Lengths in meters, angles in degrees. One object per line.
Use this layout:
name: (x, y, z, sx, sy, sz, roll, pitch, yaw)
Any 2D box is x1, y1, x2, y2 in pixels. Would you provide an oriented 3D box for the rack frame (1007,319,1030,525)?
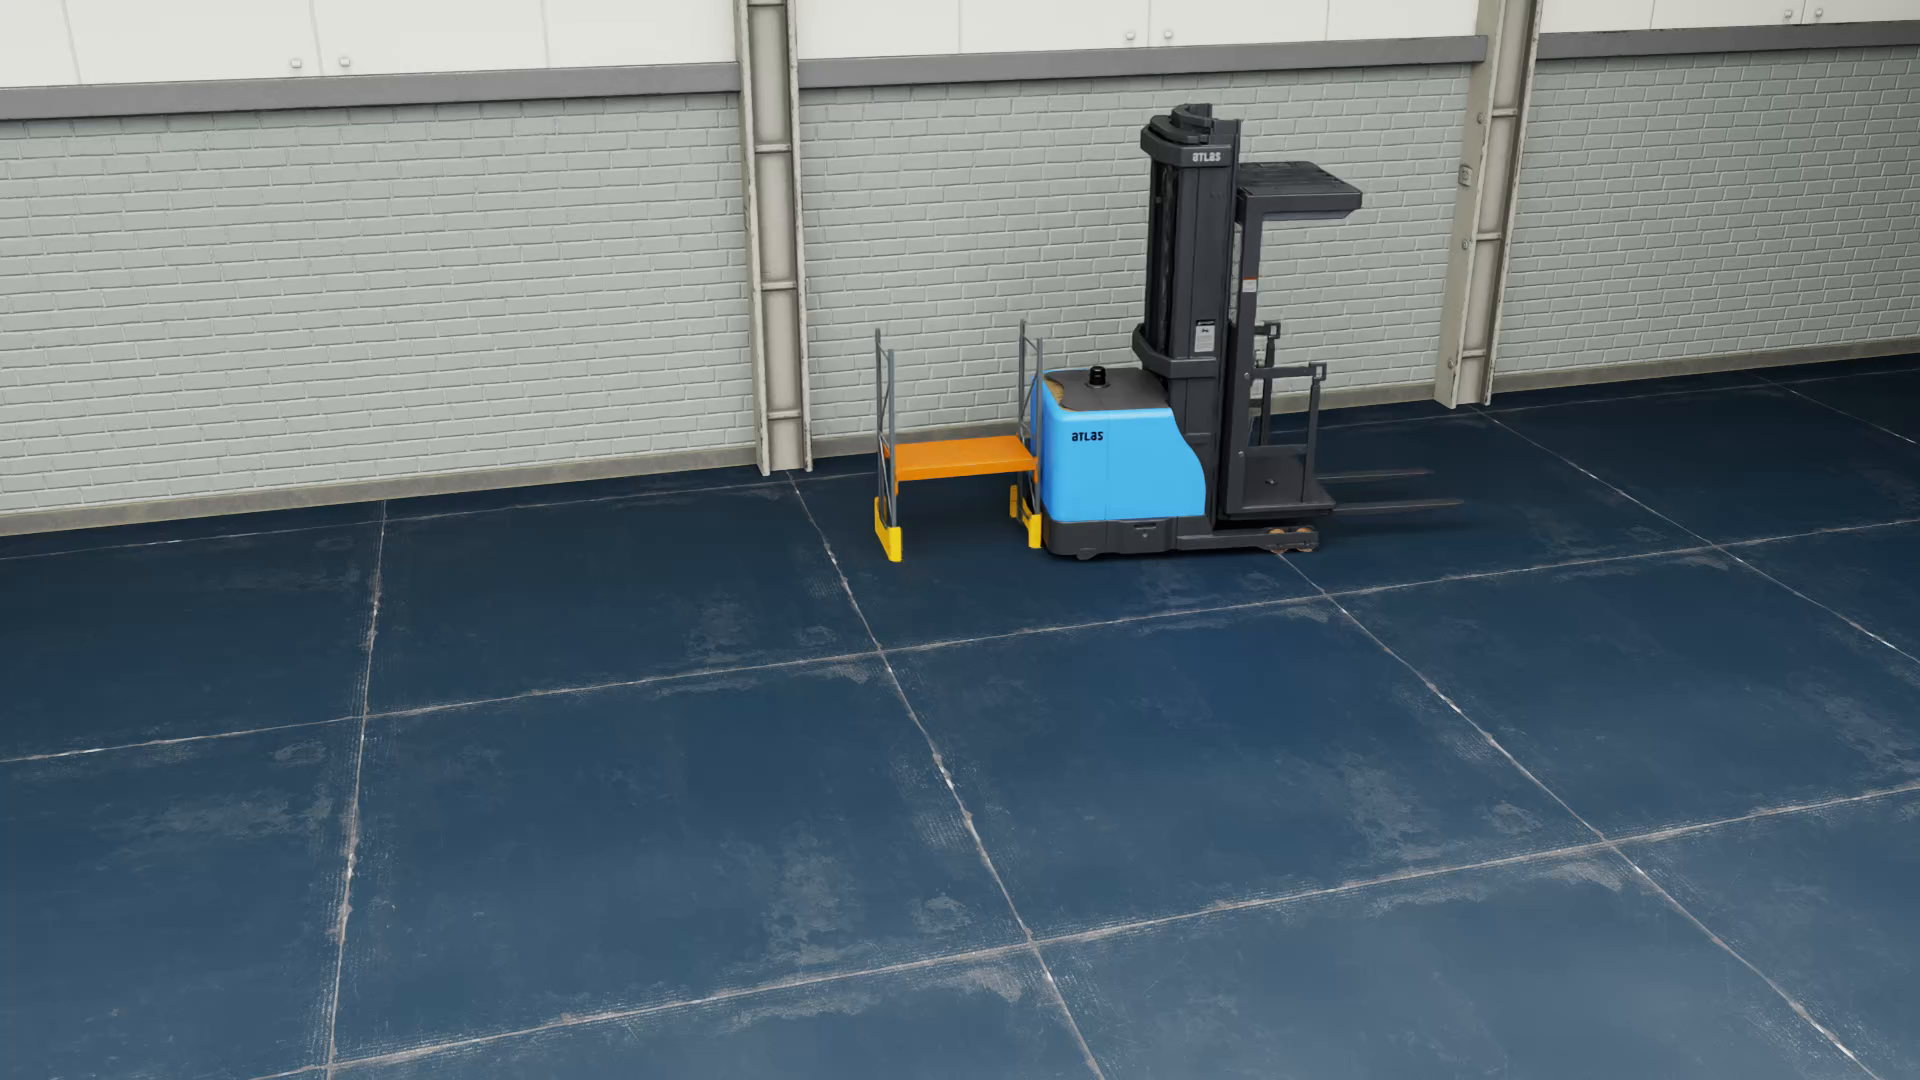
rack frame: (0.403, -0.743, 11.579, 0.032, 1.500, 0.500, -4, 24, -10)

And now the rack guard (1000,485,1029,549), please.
rack guard: (0.384, -0.167, 11.822, 0.087, 0.250, 0.587, -4, 24, -10)

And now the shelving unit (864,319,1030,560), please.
shelving unit: (-0.105, -0.704, 11.489, 1.083, 1.500, 0.587, -4, 24, -10)

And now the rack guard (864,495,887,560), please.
rack guard: (-0.594, -0.092, 11.648, 0.087, 0.250, 0.587, -4, 24, -10)

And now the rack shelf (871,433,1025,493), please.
rack shelf: (-0.096, -0.539, 11.561, 1.000, 0.185, 0.538, -4, 24, -10)

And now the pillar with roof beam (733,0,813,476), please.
pillar with roof beam: (-0.219, -3.079, 7.514, 0.400, 9.000, 9.100, -6, 24, -14)

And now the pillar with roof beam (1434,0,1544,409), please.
pillar with roof beam: (5.558, -3.718, 9.003, 0.400, 9.000, 9.100, -6, 24, -14)

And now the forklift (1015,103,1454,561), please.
forklift: (1.959, -1.451, 11.415, 3.031, 2.935, 1.130, -3, 23, -7)

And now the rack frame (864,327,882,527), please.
rack frame: (-0.595, -0.667, 11.402, 0.032, 1.500, 0.500, -4, 24, -10)
